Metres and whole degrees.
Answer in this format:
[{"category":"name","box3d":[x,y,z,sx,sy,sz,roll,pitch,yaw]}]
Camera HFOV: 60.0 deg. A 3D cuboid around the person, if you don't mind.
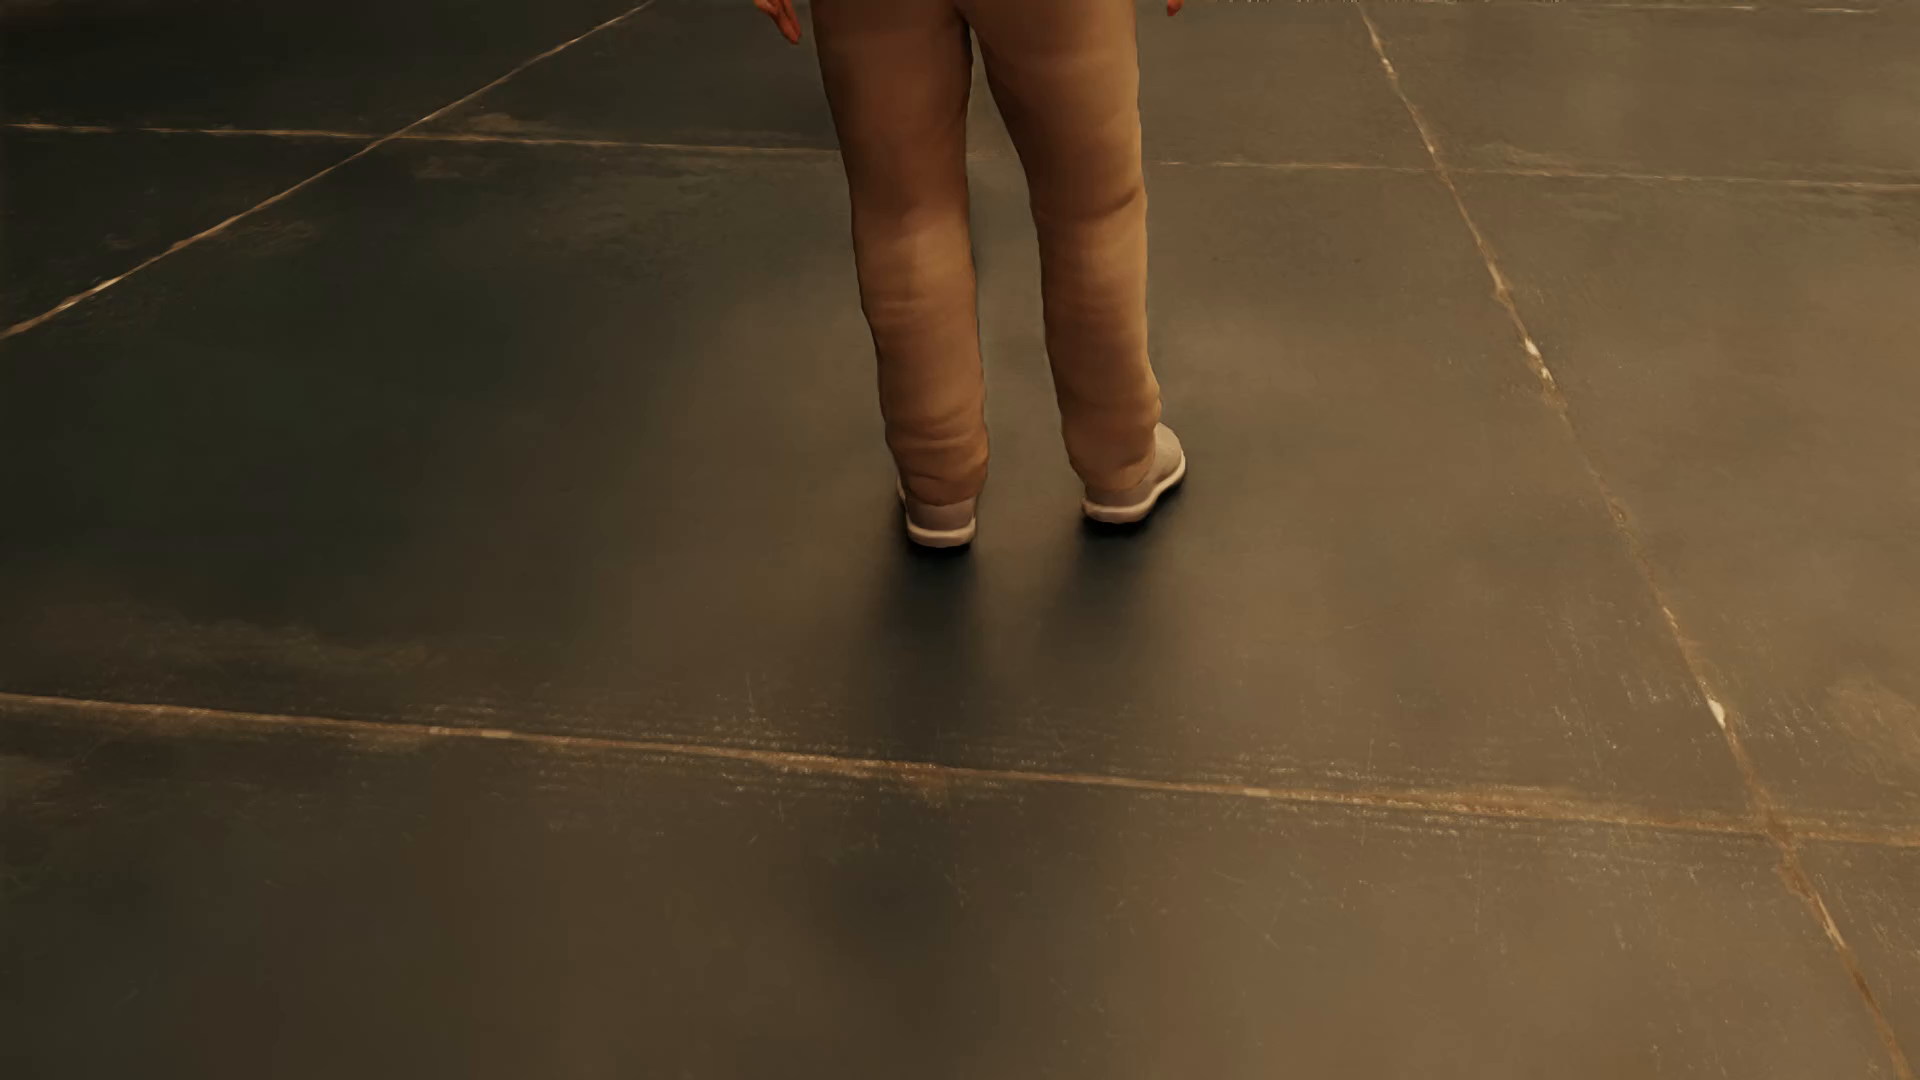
[{"category":"person","box3d":[0.024,-0.819,2.189,0.640,1.727,0.550,3,27,7]}]
